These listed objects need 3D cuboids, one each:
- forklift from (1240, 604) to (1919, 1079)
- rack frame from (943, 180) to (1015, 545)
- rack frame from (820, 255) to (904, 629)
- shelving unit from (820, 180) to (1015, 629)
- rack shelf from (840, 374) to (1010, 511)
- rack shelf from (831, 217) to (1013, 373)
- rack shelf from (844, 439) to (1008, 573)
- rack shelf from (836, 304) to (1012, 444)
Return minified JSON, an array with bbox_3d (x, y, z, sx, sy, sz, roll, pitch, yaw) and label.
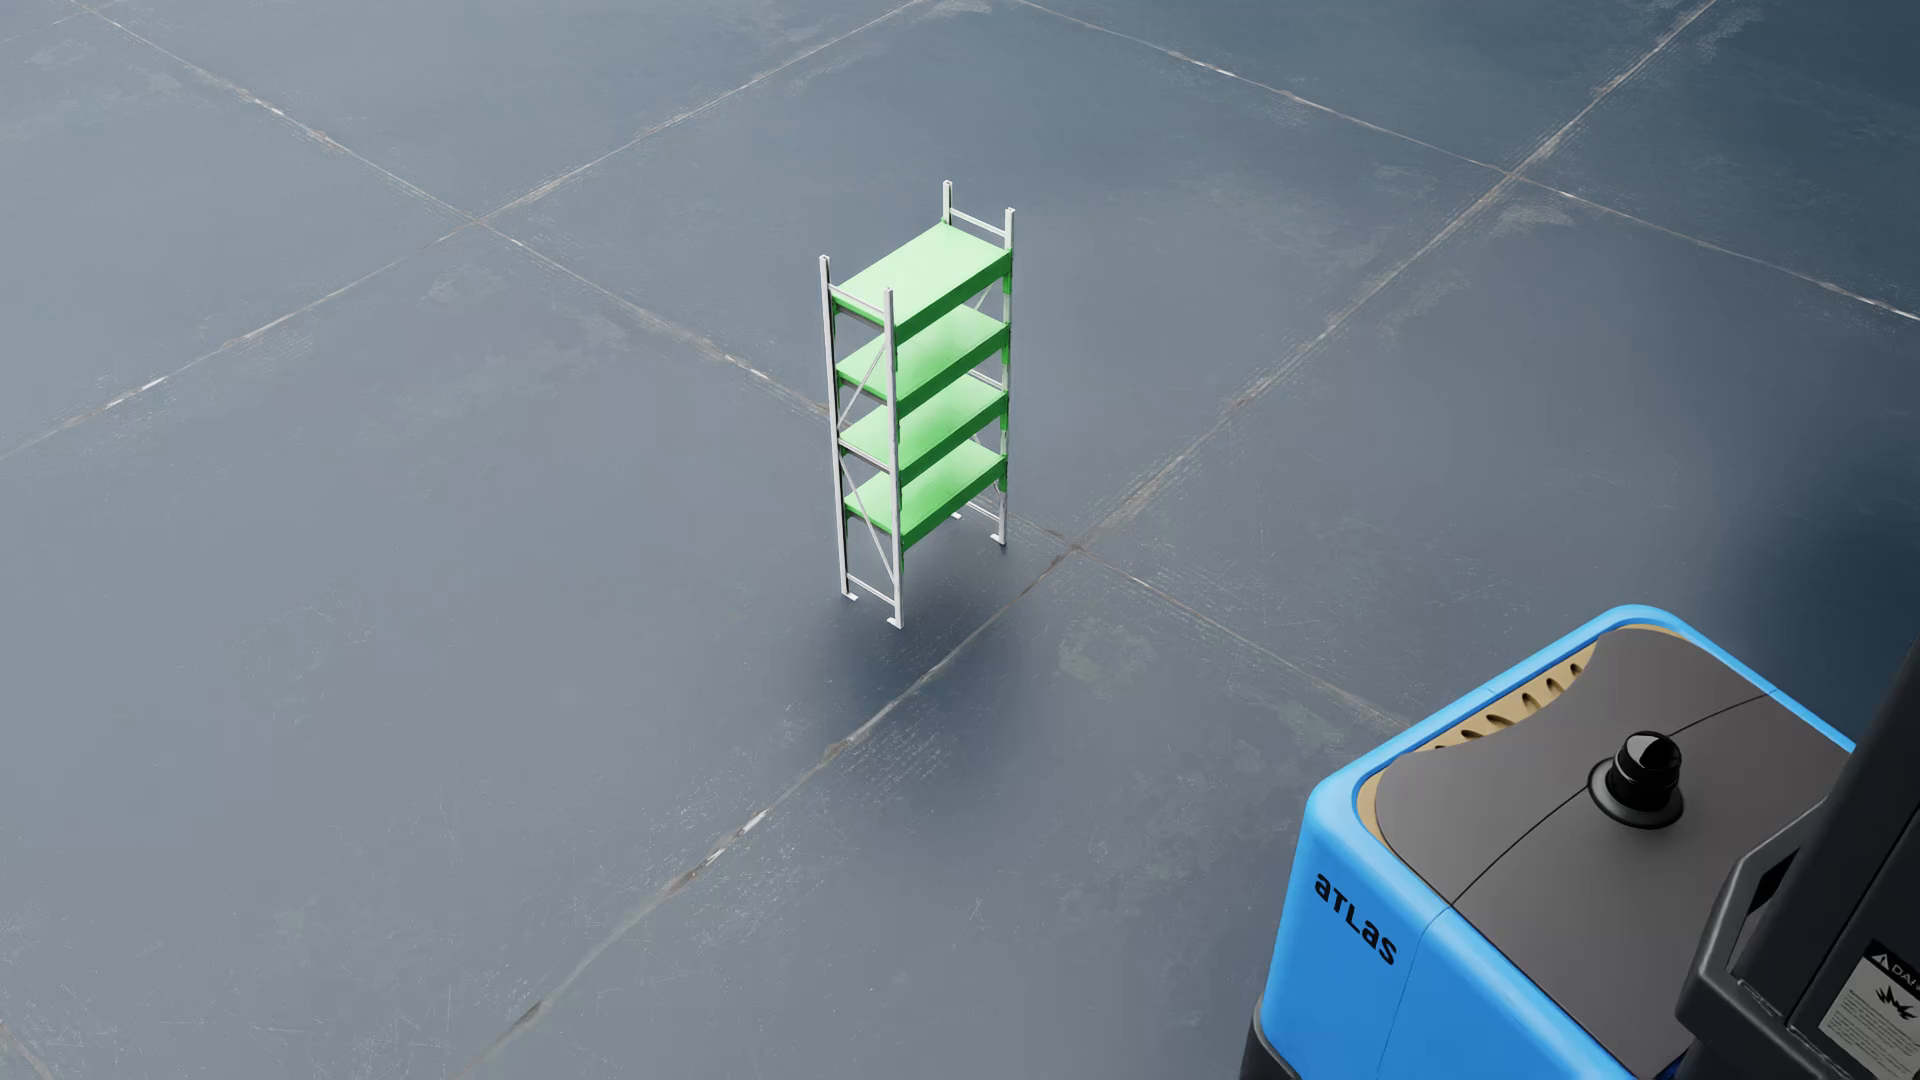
[{"bbox_3d":[1.882,0.825,2.164,1.130,2.935,3.031,-25,48,-25],"label":"forklift"},{"bbox_3d":[0.050,-0.484,4.891,0.240,1.200,0.015,29,50,28],"label":"rack frame"},{"bbox_3d":[-0.264,-0.233,4.614,0.240,1.200,0.015,29,50,28],"label":"rack frame"},{"bbox_3d":[-0.107,-0.359,4.753,0.258,1.200,0.503,29,50,28],"label":"shelving unit"},{"bbox_3d":[-0.107,-0.311,4.796,0.258,0.148,0.480,29,50,28],"label":"rack shelf"},{"bbox_3d":[-0.107,-0.667,4.473,0.258,0.148,0.480,29,50,28],"label":"rack shelf"},{"bbox_3d":[-0.107,-0.134,4.957,0.258,0.148,0.480,29,50,28],"label":"rack shelf"},{"bbox_3d":[-0.107,-0.489,4.634,0.258,0.148,0.480,29,50,28],"label":"rack shelf"}]
